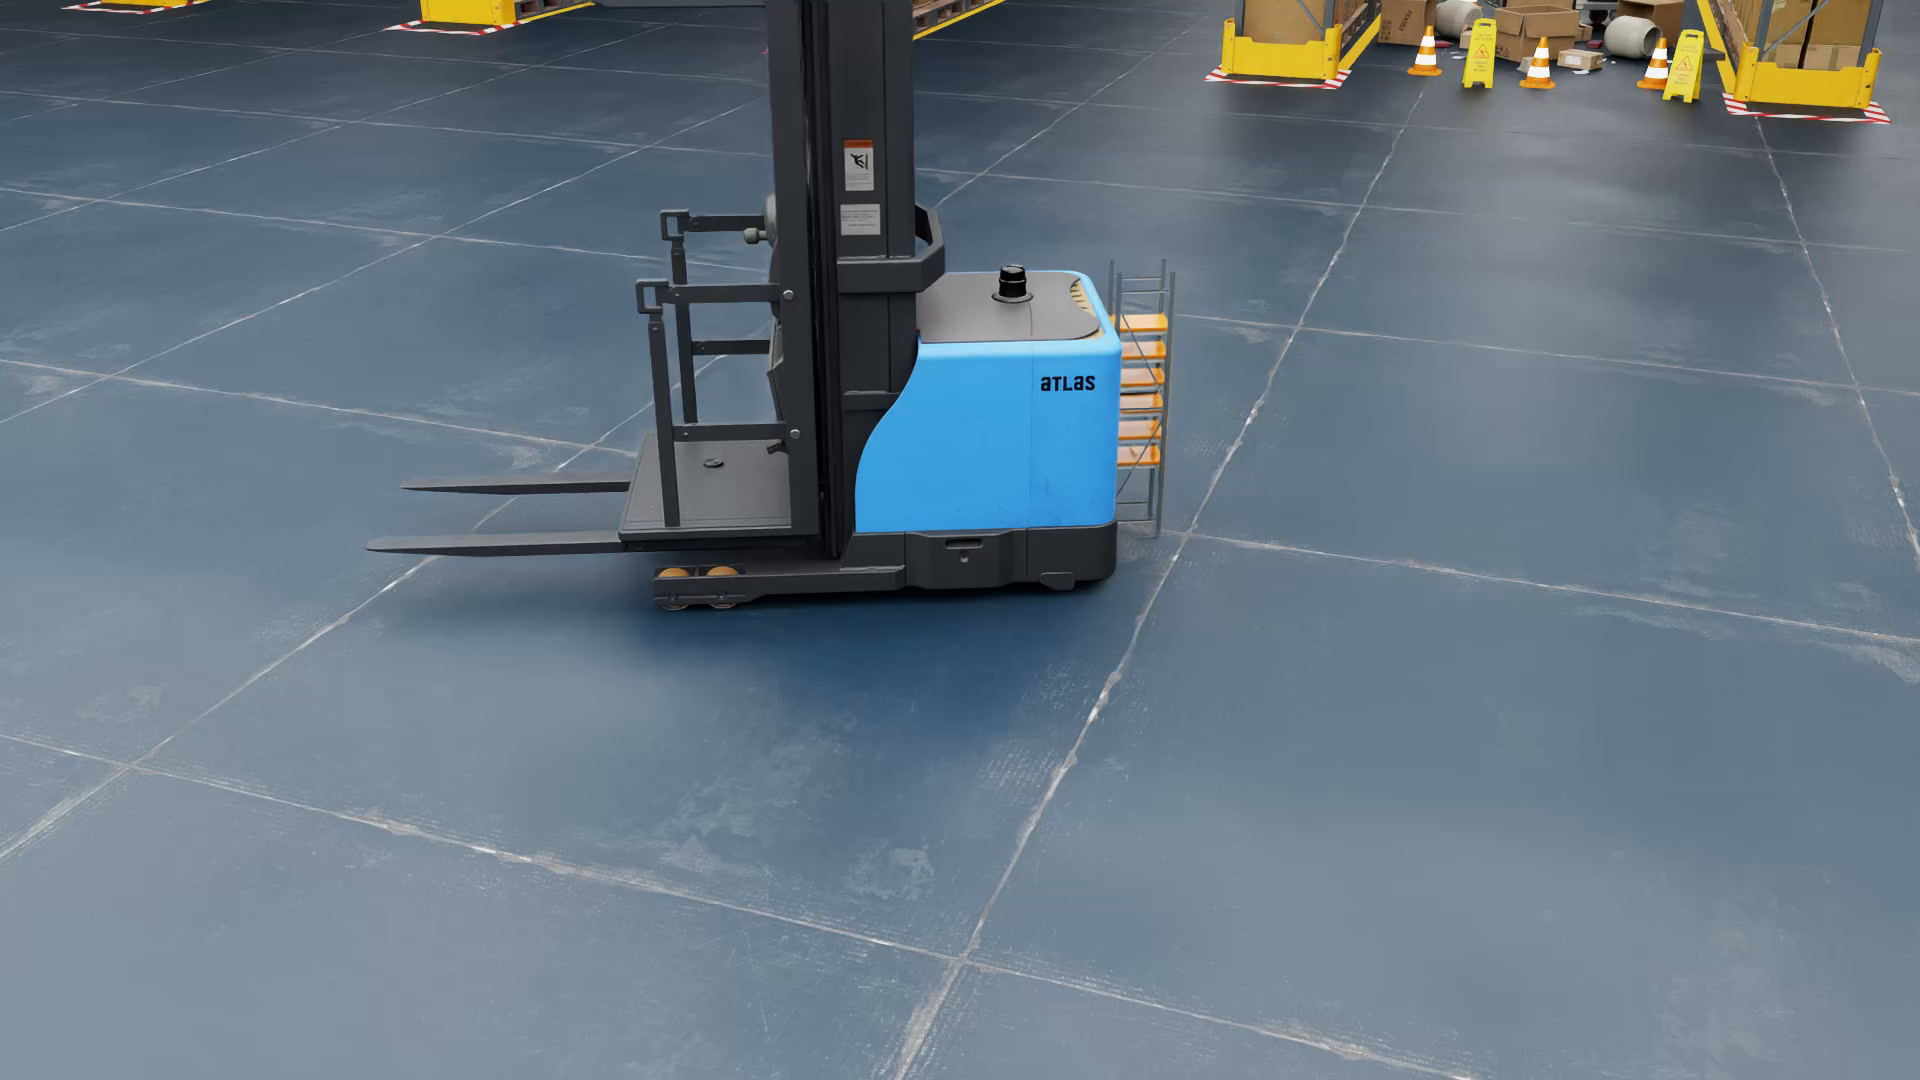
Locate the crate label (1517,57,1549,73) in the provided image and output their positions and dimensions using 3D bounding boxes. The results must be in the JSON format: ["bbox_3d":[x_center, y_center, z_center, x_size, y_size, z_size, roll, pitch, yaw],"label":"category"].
[{"bbox_3d":[5.987,-4.950,17.317,0.250,0.136,0.298,-5,26,-9],"label":"crate label"}]

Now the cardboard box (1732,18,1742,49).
[{"bbox_3d":[8.381,-5.272,17.370,0.500,0.250,0.500,8,27,16],"label":"cardboard box"}]

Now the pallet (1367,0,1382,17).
[{"bbox_3d":[4.833,-6.915,21.289,1.003,0.211,1.213,9,27,17],"label":"pallet"}]

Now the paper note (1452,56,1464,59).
[{"bbox_3d":[5.425,-5.242,18.043,0.144,0.017,0.142,20,32,35],"label":"paper note"}]

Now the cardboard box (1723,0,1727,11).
[{"bbox_3d":[9.521,-6.388,19.534,0.950,0.372,0.625,9,27,18],"label":"cardboard box"}]

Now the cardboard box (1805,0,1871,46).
[{"bbox_3d":[8.554,-5.112,16.179,0.500,0.500,0.500,8,27,16],"label":"cardboard box"}]

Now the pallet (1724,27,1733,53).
[{"bbox_3d":[9.158,-5.629,18.634,1.003,0.211,1.213,9,27,17],"label":"pallet"}]

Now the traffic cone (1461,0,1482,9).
[{"bbox_3d":[6.517,-7.032,21.243,0.336,0.463,0.334,9,27,17],"label":"traffic cone"}]

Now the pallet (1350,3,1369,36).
[{"bbox_3d":[4.320,-6.286,19.990,1.003,0.211,1.213,9,27,17],"label":"pallet"}]

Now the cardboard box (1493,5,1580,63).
[{"bbox_3d":[6.214,-5.487,18.005,0.797,0.503,0.637,-9,27,-18],"label":"cardboard box"}]

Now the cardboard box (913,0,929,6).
[{"bbox_3d":[-0.712,-6.782,20.202,0.500,0.500,0.500,11,28,22],"label":"cardboard box"}]

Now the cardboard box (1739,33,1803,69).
[{"bbox_3d":[8.041,-4.854,16.507,0.500,0.250,0.500,9,27,17],"label":"cardboard box"}]

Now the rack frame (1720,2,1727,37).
[{"bbox_3d":[9.348,-7.165,18.607,1.000,3.000,0.127,9,27,17],"label":"rack frame"}]

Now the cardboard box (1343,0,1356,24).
[{"bbox_3d":[4.075,-6.455,19.097,0.875,0.875,0.875,9,27,18],"label":"cardboard box"}]

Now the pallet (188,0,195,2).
[{"bbox_3d":[-10.453,-7.462,22.420,1.003,0.211,1.213,9,27,17],"label":"pallet"}]

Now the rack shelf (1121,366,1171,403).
[{"bbox_3d":[0.748,-0.655,7.053,0.258,0.103,0.180,-2,26,-5],"label":"rack shelf"}]

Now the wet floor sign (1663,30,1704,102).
[{"bbox_3d":[6.945,-4.539,15.885,0.267,0.644,0.232,20,32,35],"label":"wet floor sign"}]

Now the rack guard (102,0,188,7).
[{"bbox_3d":[-10.676,-7.262,21.675,1.175,0.500,0.348,9,27,17],"label":"rack guard"}]

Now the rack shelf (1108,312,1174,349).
[{"bbox_3d":[0.748,-0.871,6.949,0.258,0.103,0.180,-2,26,-5],"label":"rack shelf"}]

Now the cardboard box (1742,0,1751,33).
[{"bbox_3d":[8.208,-5.393,16.759,0.500,0.500,0.500,10,28,19],"label":"cardboard box"}]

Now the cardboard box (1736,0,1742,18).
[{"bbox_3d":[8.556,-5.817,17.634,0.500,0.500,0.500,10,28,20],"label":"cardboard box"}]

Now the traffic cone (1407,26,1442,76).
[{"bbox_3d":[4.832,-5.069,17.187,0.336,0.463,0.334,9,27,17],"label":"traffic cone"}]

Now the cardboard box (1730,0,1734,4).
[{"bbox_3d":[8.897,-6.251,18.532,0.500,0.500,0.500,10,28,20],"label":"cardboard box"}]

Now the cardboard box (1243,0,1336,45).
[{"bbox_3d":[3.479,-5.719,17.576,0.875,0.875,0.875,9,27,18],"label":"cardboard box"}]

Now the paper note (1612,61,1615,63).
[{"bbox_3d":[6.999,-5.118,17.810,0.032,0.001,0.123,9,27,17],"label":"paper note"}]

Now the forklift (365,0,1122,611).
[{"bbox_3d":[-0.901,-1.276,6.522,3.031,2.935,1.130,-2,26,-4],"label":"forklift"}]

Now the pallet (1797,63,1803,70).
[{"bbox_3d":[8.346,-4.627,16.563,1.003,0.211,1.213,9,27,17],"label":"pallet"}]

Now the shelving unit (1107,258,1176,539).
[{"bbox_3d":[0.748,-0.587,7.086,0.258,1.200,0.189,-2,26,-5],"label":"shelving unit"}]

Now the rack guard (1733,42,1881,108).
[{"bbox_3d":[8.043,-4.428,15.821,1.175,0.500,0.348,9,27,17],"label":"rack guard"}]

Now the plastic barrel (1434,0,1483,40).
[{"bbox_3d":[5.716,-5.994,19.143,0.421,0.421,0.512,-14,29,-27],"label":"plastic barrel"}]

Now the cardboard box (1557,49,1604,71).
[{"bbox_3d":[6.548,-5.070,17.550,0.250,0.149,0.380,-20,33,-36],"label":"cardboard box"}]

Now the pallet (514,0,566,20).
[{"bbox_3d":[-5.742,-6.793,21.038,1.003,0.211,1.213,9,27,17],"label":"pallet"}]

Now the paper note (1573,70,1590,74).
[{"bbox_3d":[6.455,-4.863,17.258,0.148,0.019,0.142,0,26,-1],"label":"paper note"}]

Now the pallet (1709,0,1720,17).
[{"bbox_3d":[10.010,-6.734,20.915,1.003,0.211,1.213,9,27,17],"label":"pallet"}]

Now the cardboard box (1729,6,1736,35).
[{"bbox_3d":[8.730,-5.693,18.239,0.500,0.250,0.500,10,28,20],"label":"cardboard box"}]

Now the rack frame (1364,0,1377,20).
[{"bbox_3d":[4.647,-7.842,20.004,1.000,3.000,0.127,9,27,17],"label":"rack frame"}]

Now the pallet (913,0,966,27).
[{"bbox_3d":[-0.591,-6.563,20.564,1.003,0.211,1.213,9,27,17],"label":"pallet"}]

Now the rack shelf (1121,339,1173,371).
[{"bbox_3d":[0.748,-0.763,7.001,0.258,0.103,0.180,-2,26,-5],"label":"rack shelf"}]

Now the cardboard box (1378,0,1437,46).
[{"bbox_3d":[5.098,-5.931,18.923,0.500,0.500,0.500,14,29,26],"label":"cardboard box"}]

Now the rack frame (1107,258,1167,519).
[{"bbox_3d":[0.739,-0.627,7.168,0.240,1.200,0.006,-2,26,-5],"label":"rack frame"}]

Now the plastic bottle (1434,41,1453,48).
[{"bbox_3d":[5.390,-5.573,18.690,0.283,0.061,0.133,0,26,-1],"label":"plastic bottle"}]
